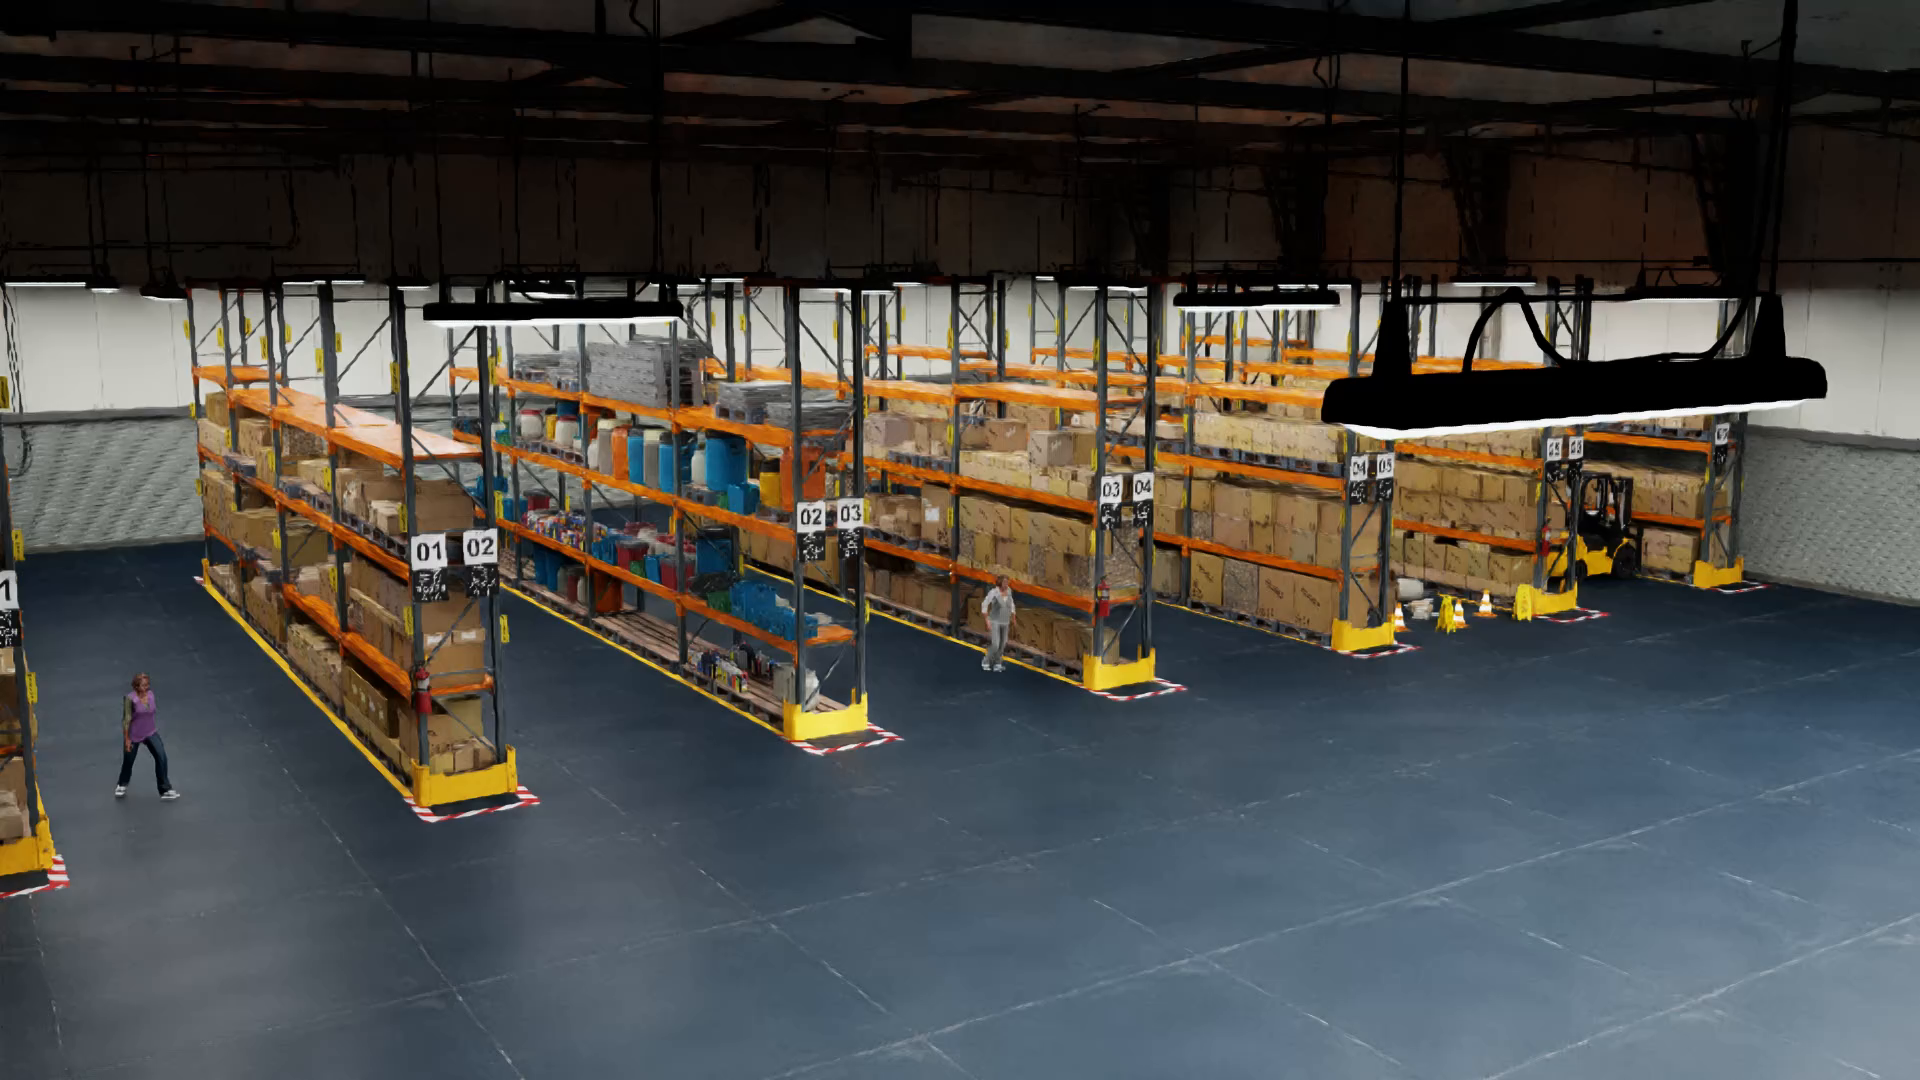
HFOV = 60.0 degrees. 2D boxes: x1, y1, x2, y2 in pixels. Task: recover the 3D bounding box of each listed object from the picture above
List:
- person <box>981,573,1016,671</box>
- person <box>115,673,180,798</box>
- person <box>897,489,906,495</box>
[{"bbox_3d":[0.567,1.257,25.276,0.564,1.563,0.494,-6,12,-34],"label":"person"},{"bbox_3d":[-9.684,2.304,19.660,0.880,1.535,0.453,7,12,34],"label":"person"},{"bbox_3d":[-1.180,-0.230,34.235,0.531,1.675,0.457,7,12,35],"label":"person"}]
